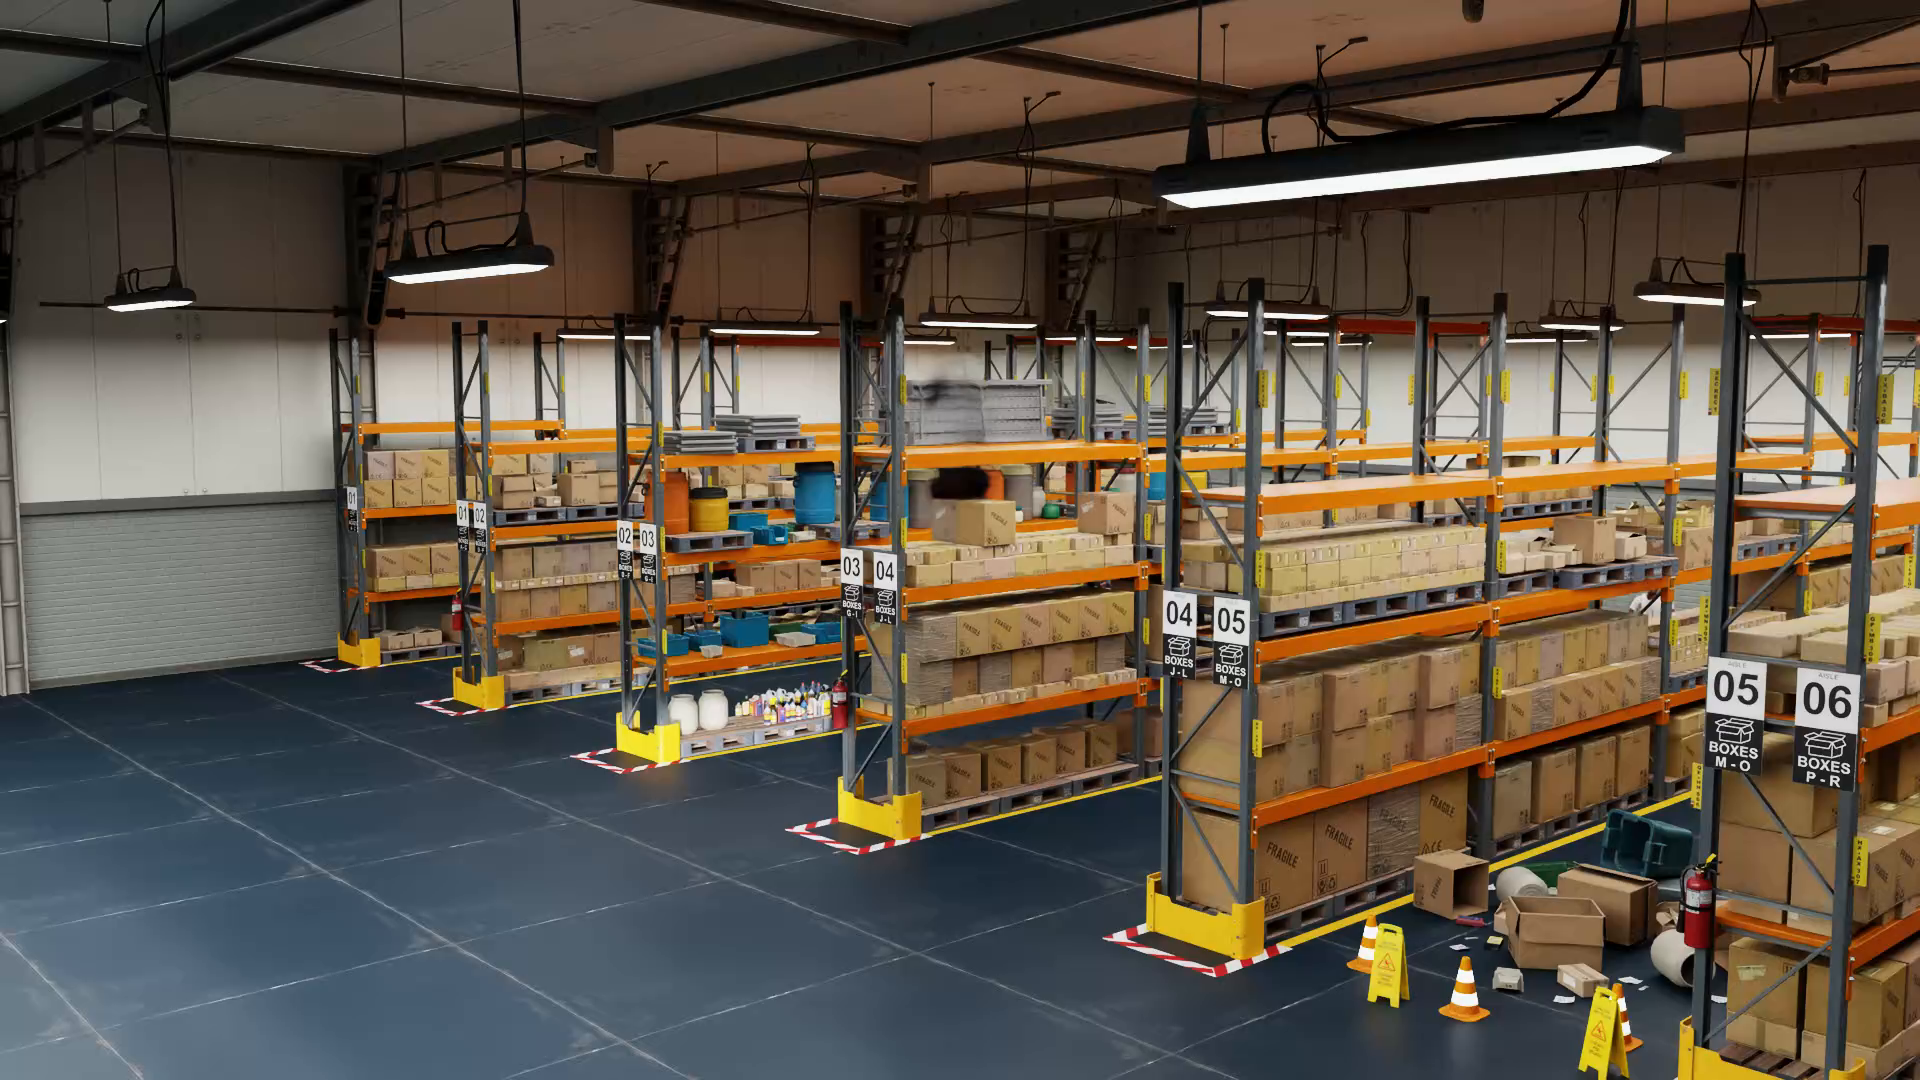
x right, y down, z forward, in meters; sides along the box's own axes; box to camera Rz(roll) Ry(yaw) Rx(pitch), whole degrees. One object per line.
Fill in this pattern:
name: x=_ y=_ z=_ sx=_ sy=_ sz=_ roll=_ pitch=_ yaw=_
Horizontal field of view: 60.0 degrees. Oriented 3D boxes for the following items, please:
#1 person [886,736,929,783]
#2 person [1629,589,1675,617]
person: x=-0.645 y=2.210 z=21.386 sx=0.651 sy=1.709 sz=0.893 roll=5 pitch=8 yaw=42
person: x=11.786 y=1.516 z=28.347 sx=0.735 sy=1.732 sz=0.552 roll=2 pitch=6 yaw=19
